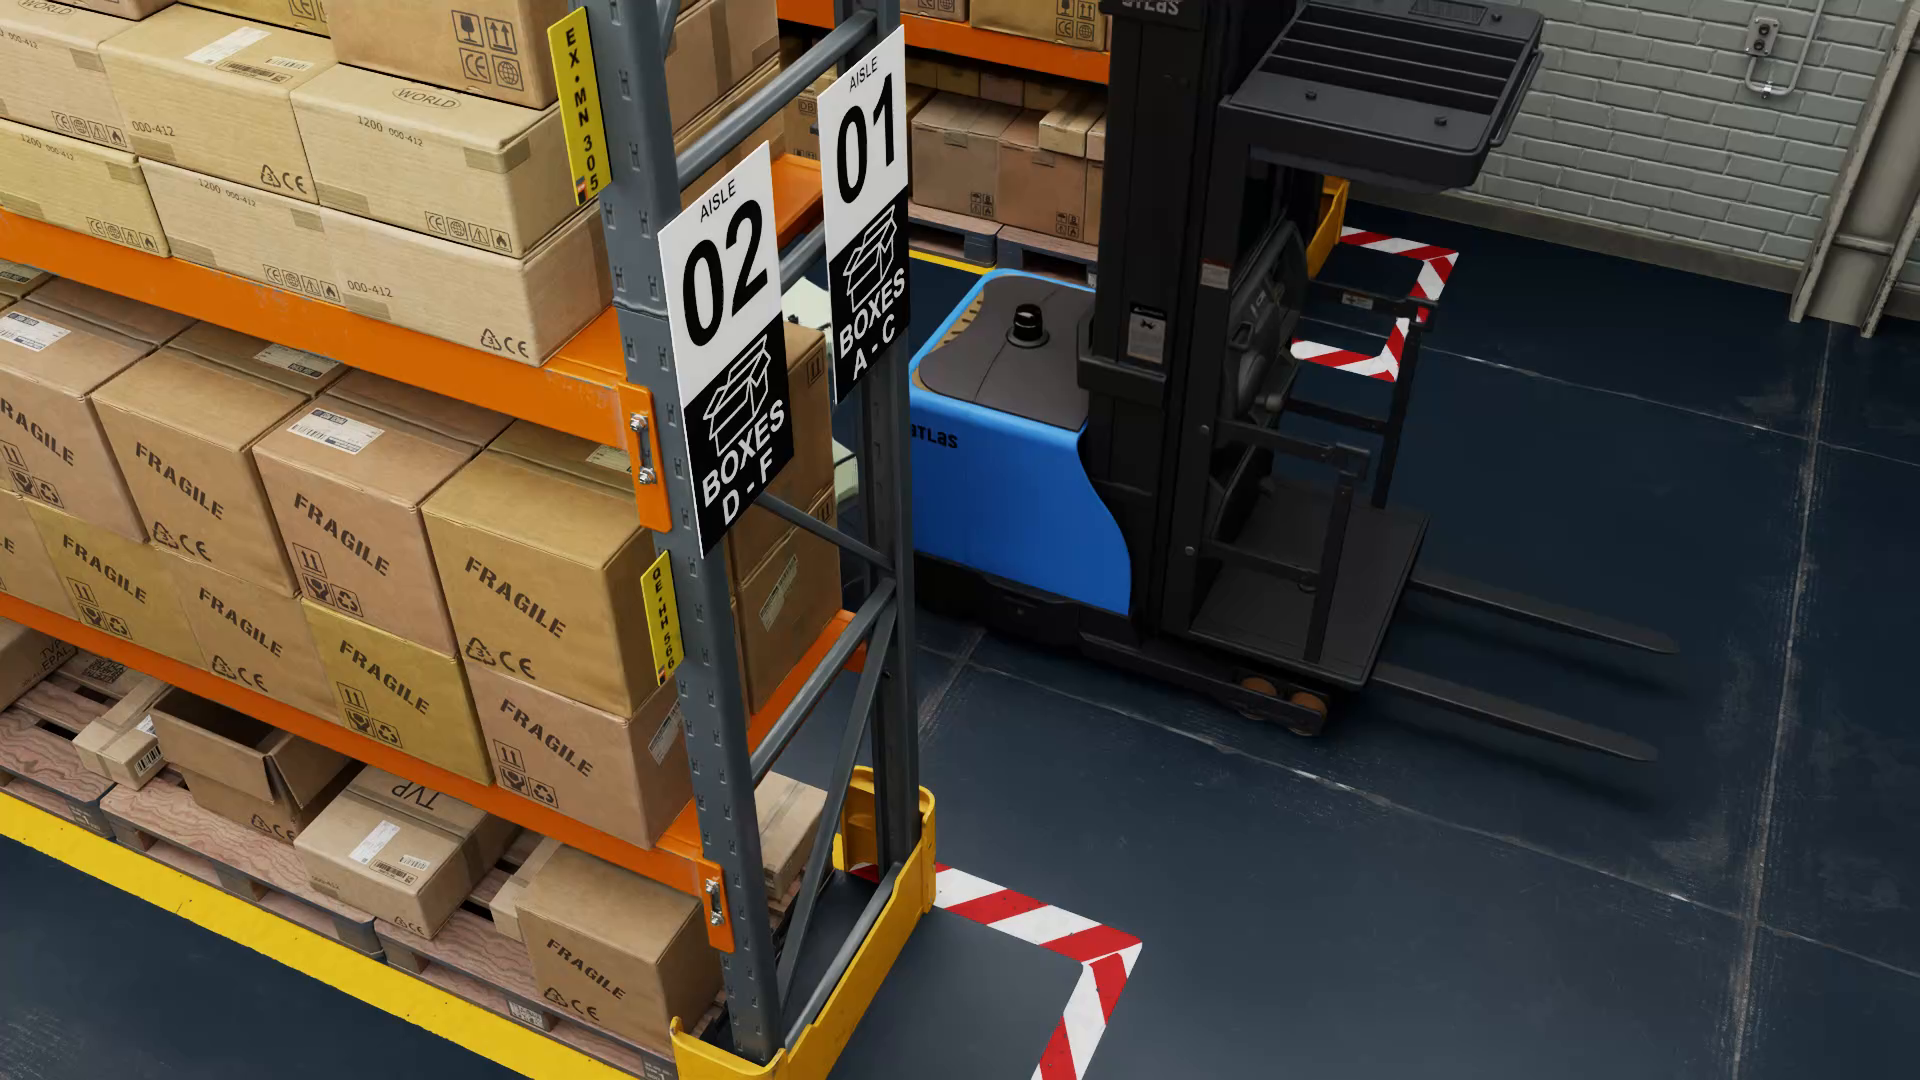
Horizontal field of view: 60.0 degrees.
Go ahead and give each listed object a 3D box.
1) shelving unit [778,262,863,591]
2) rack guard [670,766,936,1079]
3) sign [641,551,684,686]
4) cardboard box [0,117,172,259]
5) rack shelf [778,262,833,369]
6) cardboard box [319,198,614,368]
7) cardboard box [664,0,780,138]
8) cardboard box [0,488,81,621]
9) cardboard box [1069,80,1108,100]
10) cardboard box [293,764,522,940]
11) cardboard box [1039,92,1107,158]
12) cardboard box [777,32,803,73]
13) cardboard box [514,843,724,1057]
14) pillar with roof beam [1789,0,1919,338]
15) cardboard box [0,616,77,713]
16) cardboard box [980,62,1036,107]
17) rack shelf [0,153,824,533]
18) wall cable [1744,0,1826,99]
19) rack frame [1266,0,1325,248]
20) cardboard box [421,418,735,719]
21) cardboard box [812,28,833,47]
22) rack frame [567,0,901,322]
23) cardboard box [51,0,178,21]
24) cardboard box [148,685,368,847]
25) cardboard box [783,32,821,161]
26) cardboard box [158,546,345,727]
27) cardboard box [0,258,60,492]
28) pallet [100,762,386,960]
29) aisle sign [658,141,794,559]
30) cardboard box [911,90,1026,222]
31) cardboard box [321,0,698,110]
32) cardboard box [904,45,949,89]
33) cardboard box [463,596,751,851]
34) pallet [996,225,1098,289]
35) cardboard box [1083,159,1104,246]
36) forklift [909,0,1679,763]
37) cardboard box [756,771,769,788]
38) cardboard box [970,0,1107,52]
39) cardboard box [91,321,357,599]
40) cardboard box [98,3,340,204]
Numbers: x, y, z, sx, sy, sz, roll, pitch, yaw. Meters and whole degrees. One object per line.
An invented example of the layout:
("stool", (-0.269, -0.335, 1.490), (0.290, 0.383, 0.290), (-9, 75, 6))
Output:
("shelving unit", (-0.706, -0.479, 6.657), (0.431, 1.500, 0.755), (-31, 50, -31))
("rack guard", (-0.465, 1.331, 5.333), (0.348, 0.500, 1.175), (17, 44, 19))
("sign", (-0.648, 0.174, 3.634), (0.005, 0.325, 0.100), (17, 44, 19))
("cardboard box", (-1.880, -0.931, 3.859), (0.500, 0.250, 0.500), (17, 44, 19))
("rack shelf", (-0.706, -0.773, 6.401), (0.431, 0.370, 0.720), (-31, 50, -31))
("cardboard box", (-0.973, -0.656, 3.540), (0.500, 0.250, 0.500), (17, 44, 19))
("cardboard box", (-0.751, -1.155, 3.736), (0.500, 0.250, 0.500), (17, 44, 19))
("cardboard box", (-2.756, -0.156, 5.063), (0.500, 0.500, 0.500), (17, 44, 18))
("cardboard box", (0.757, -2.352, 8.766), (0.250, 0.149, 0.380), (17, 44, 19))
("cardboard box", (-1.841, 0.995, 5.576), (0.500, 0.250, 0.500), (17, 44, 19))
("cardboard box", (0.593, -2.126, 8.505), (0.250, 0.149, 0.380), (18, 44, 20))
("cardboard box", (-1.062, -2.630, 9.087), (0.250, 0.149, 0.380), (18, 44, 20))
("cardboard box", (-0.993, 1.181, 5.170), (0.500, 0.500, 0.500), (17, 44, 19))
("pillar with roof beam", (2.688, -2.012, 2.700), (0.400, 9.000, 9.100), (17, 44, 19))
("cardboard box", (-3.732, 0.394, 6.222), (0.500, 0.311, 0.500), (17, 44, 19))
("cardboard box", (0.300, -2.491, 8.927), (0.250, 0.149, 0.380), (18, 44, 19))
("rack shelf", (-2.208, -1.008, 4.382), (4.000, 0.370, 1.077), (17, 44, 19))
("wall cable", (3.256, -3.125, 7.790), (1.851, 1.984, 0.084), (17, 44, 19))
("rack frame", (1.695, -2.534, 7.884), (0.127, 3.000, 1.000), (17, 44, 19))
("cardboard box", (-0.915, 0.031, 4.084), (0.500, 0.500, 0.500), (17, 44, 18))
("cardboard box", (-0.625, -2.774, 9.253), (0.250, 0.149, 0.380), (16, 43, 17))
("rack frame", (-0.396, -1.860, 2.525), (0.127, 3.000, 1.000), (17, 44, 19))
("cardboard box", (-1.784, -1.538, 3.605), (0.500, 0.500, 0.700), (17, 44, 19))
("cardboard box", (-2.316, 0.594, 5.845), (0.637, 0.503, 0.797), (17, 44, 19))
("cardboard box", (-0.841, -2.447, 9.371), (0.500, 0.500, 0.700), (17, 44, 18))
("cardboard box", (-1.838, 0.124, 4.741), (0.500, 0.500, 0.500), (17, 44, 19))
("cardboard box", (-2.779, -0.534, 4.736), (0.500, 0.500, 0.500), (16, 43, 17))
("pallet", (-2.289, 0.881, 6.073), (1.213, 0.211, 1.003), (17, 44, 19))
("aisle sign", (-0.463, -0.375, 3.407), (0.004, 0.787, 0.394), (17, 44, 19))
("cardboard box", (0.109, -2.160, 9.040), (0.500, 0.500, 0.700), (16, 43, 17))
("cardboard box", (-0.868, -1.275, 3.300), (0.500, 0.500, 0.700), (17, 44, 19))
("cardboard box", (-0.162, -2.632, 9.090), (0.250, 0.149, 0.380), (16, 43, 18))
("cardboard box", (-0.917, 0.407, 4.414), (0.500, 0.500, 0.500), (18, 44, 20))
("pallet", (0.938, -1.655, 8.999), (1.213, 0.211, 1.003), (17, 44, 19))
("cardboard box", (1.019, -1.883, 8.720), (0.500, 0.500, 0.700), (17, 44, 19))
("forklift", (1.275, -0.756, 5.885), (3.031, 2.935, 1.130), (17, 44, 19))
("cardboard box", (-0.856, 0.922, 5.723), (0.250, 0.166, 0.380), (17, 44, 19))
("cardboard box", (0.565, -2.978, 8.166), (0.700, 0.700, 0.980), (17, 44, 18))
("cardboard box", (-1.845, -0.249, 4.407), (0.500, 0.500, 0.500), (18, 44, 20))
("cardboard box", (-1.422, -0.988, 3.542), (0.500, 0.250, 0.500), (17, 44, 19))
